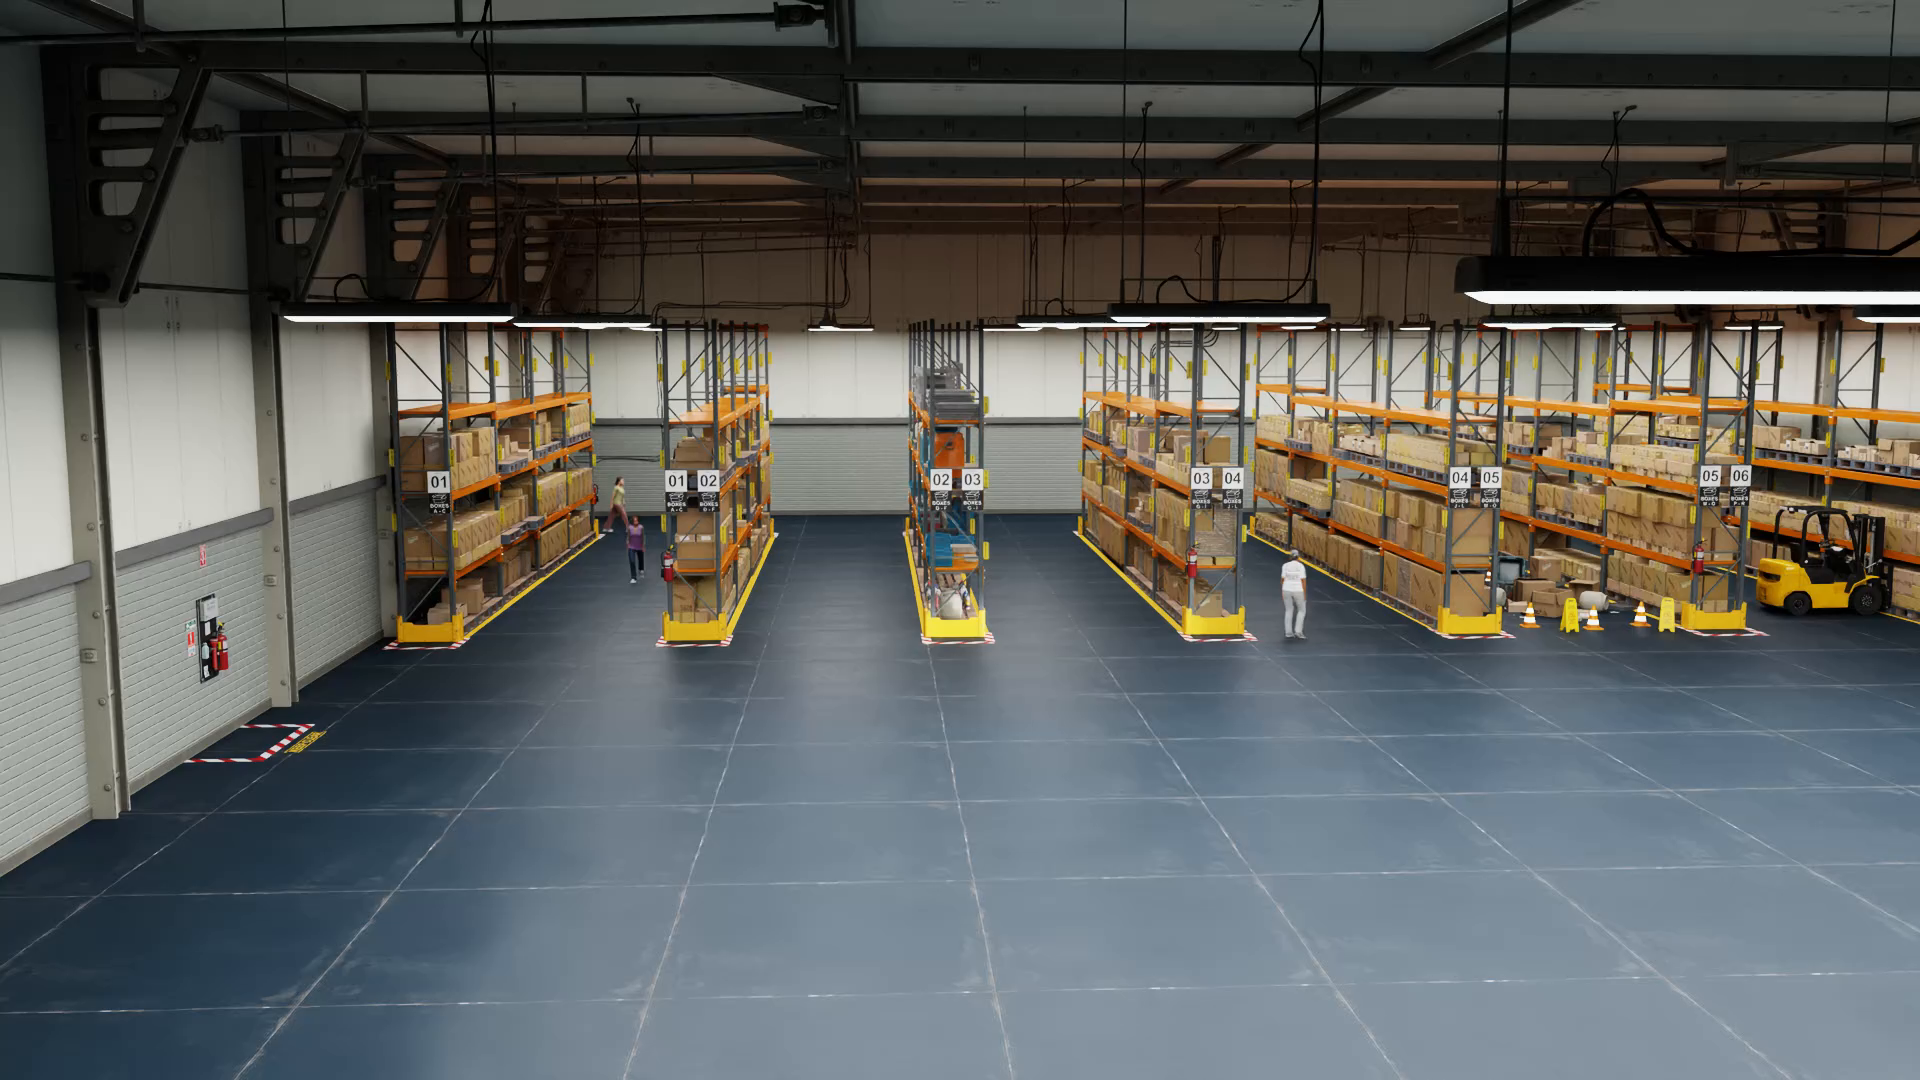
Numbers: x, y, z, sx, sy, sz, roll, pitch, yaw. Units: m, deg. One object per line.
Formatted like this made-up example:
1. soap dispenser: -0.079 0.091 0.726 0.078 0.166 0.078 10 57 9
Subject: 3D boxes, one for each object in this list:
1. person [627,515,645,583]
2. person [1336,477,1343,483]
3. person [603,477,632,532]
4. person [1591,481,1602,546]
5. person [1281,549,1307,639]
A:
1. person: -7.486 0.198 38.461 0.416 1.543 0.768 -1 7 -5
2. person: 10.580 -0.864 46.248 0.625 1.777 0.585 0 7 -4
3. person: -9.830 -1.038 48.105 1.030 1.598 0.434 -1 7 -5
4. person: 17.309 -0.720 45.002 0.544 1.764 0.469 -6 9 -40
5. person: 6.346 1.041 31.516 0.553 1.719 0.452 5 8 33
